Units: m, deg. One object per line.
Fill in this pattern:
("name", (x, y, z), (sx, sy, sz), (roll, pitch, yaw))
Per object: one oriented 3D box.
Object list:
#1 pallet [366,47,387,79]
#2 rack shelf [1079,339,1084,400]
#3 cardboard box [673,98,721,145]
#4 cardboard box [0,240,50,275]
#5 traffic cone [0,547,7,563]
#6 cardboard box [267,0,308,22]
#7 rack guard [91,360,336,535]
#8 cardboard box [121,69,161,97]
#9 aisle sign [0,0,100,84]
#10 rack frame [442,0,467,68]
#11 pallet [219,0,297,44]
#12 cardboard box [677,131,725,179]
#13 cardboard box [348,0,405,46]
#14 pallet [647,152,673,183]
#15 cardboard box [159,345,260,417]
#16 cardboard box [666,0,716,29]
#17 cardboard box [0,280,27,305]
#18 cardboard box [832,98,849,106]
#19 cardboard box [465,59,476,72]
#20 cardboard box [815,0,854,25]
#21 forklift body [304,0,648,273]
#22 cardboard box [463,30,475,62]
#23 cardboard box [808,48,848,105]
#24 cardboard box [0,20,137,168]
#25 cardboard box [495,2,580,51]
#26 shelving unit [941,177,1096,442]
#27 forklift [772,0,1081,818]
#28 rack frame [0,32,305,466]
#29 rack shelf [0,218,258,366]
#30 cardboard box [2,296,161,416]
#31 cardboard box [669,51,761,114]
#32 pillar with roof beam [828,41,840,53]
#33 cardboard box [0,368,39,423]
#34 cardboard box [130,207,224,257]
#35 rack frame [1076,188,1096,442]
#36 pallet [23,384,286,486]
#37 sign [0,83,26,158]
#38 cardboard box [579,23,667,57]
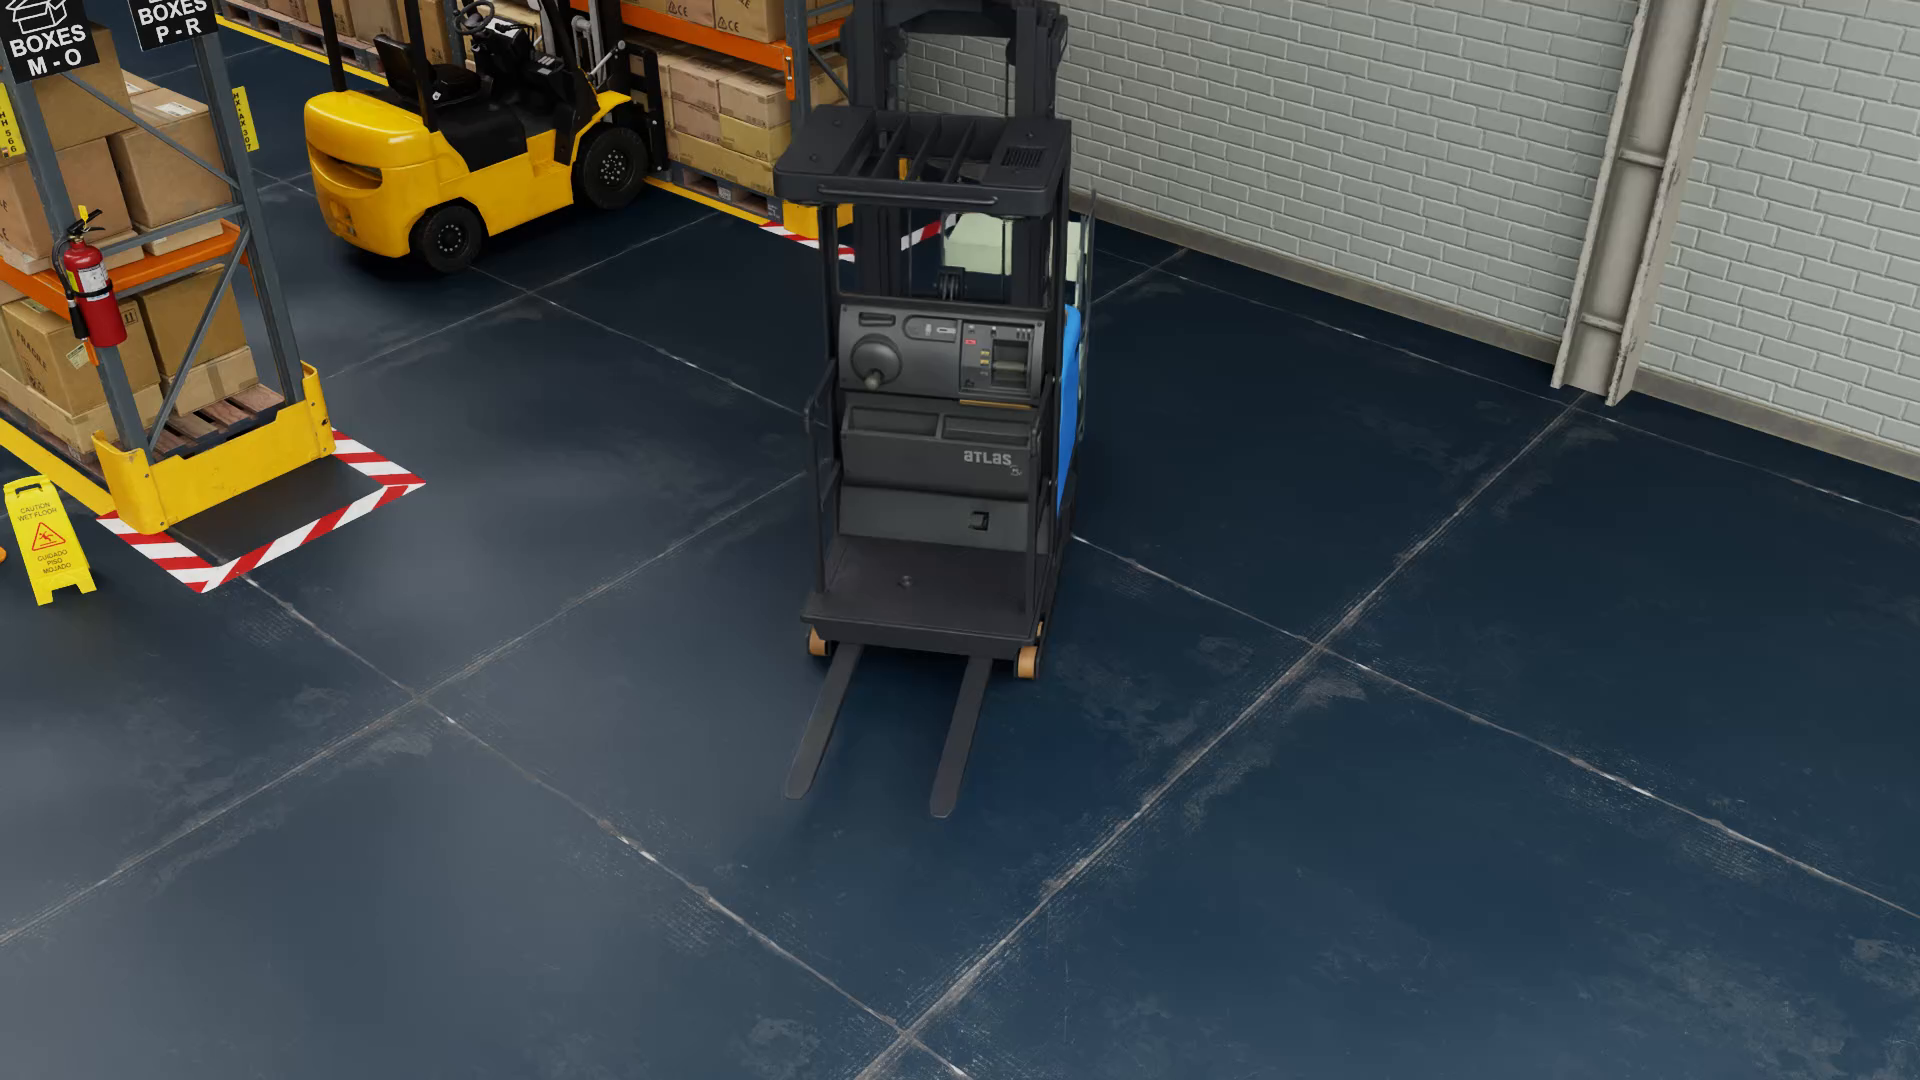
("pallet", (-4.480, -4.247, 14.748), (1.213, 0.211, 1.003), (25, 42, 32))
("rack shelf", (0.308, -0.903, 9.308), (0.720, 0.370, 0.431), (7, 34, 10))
("cardboard box", (-1.767, -3.170, 12.333), (0.500, 0.250, 0.500), (25, 42, 31))
("cardboard box", (-4.678, -1.519, 8.534), (0.250, 0.149, 0.380), (25, 42, 31))
("traffic cone", (-5.144, -0.086, 8.466), (0.334, 0.463, 0.336), (25, 42, 32))
("cardboard box", (-5.985, -5.325, 15.580), (0.625, 0.625, 0.875), (27, 43, 33))
("rack guard", (-4.046, -0.534, 9.086), (0.348, 0.500, 1.175), (25, 42, 32))
("cardboard box", (-4.574, -2.179, 8.923), (0.500, 0.500, 0.500), (27, 43, 33))
("aisle sign", (-4.126, -2.460, 7.386), (0.004, 0.787, 0.394), (25, 42, 32))
("rack frame", (-3.889, -5.147, 13.595), (0.127, 3.000, 1.000), (25, 42, 32))
("pallet", (-6.355, -5.131, 16.035), (1.213, 0.211, 1.003), (25, 42, 32))
("cardboard box", (-1.754, -2.954, 12.460), (0.500, 0.250, 0.500), (25, 42, 32))
("cardboard box", (-4.888, -4.809, 14.830), (0.625, 0.625, 0.875), (25, 42, 31))
("pallet", (-2.363, -3.249, 13.295), (1.213, 0.211, 1.003), (25, 42, 32))
("cardboard box", (-4.431, -0.989, 9.598), (0.500, 0.250, 0.500), (25, 42, 31))
("cardboard box", (-1.754, -3.995, 11.829), (0.500, 0.500, 0.500), (27, 43, 33))
("cardboard box", (-5.095, -1.434, 9.010), (0.250, 0.149, 0.380), (27, 43, 33))
("cardboard box", (-1.043, -3.204, 12.382), (0.500, 0.250, 0.500), (26, 42, 33))
("cardboard box", (-3.729, -3.867, 13.789), (0.500, 0.250, 0.500), (26, 42, 32))
("cardboard box", (-1.018, -4.039, 11.894), (0.500, 0.500, 0.500), (27, 43, 33))
("forklift body", (-3.439, -3.241, 11.570), (1.214, 2.155, 2.313), (25, 42, 32))
("cardboard box", (-3.714, -4.083, 13.662), (0.500, 0.250, 0.500), (25, 42, 32))
("cardboard box", (-1.063, -3.406, 12.235), (0.500, 0.250, 0.500), (25, 41, 31))
("cardboard box", (-4.520, -2.203, 8.074), (0.500, 0.500, 0.700), (24, 41, 31))
("cardboard box", (-3.331, -4.097, 13.241), (0.500, 0.250, 0.500), (25, 42, 32))
("shelving unit", (0.310, -1.175, 9.128), (0.755, 1.500, 0.431), (7, 34, 10))
("forklift", (-0.122, -0.779, 7.295), (1.130, 2.935, 3.031), (6, 35, 8))
("rack frame", (-3.988, -1.537, 8.338), (0.127, 3.000, 1.000), (25, 42, 32))
("rack shelf", (-5.525, -1.965, 9.597), (4.000, 0.370, 1.077), (25, 42, 32))
("cardboard box", (-4.770, -1.062, 9.043), (0.500, 0.500, 0.500), (26, 42, 32))
("cardboard box", (-1.764, -3.363, 12.172), (0.500, 0.250, 0.500), (26, 42, 33))
("pillar with roof beam", (-3.528, -4.942, 7.997), (0.400, 9.000, 9.100), (25, 42, 32))
("cardboard box", (-5.174, -0.943, 9.532), (0.500, 0.250, 0.500), (25, 42, 32))
("cardboard box", (-4.116, -1.646, 8.720), (0.250, 0.149, 0.380), (25, 42, 32))
("rack frame", (0.667, -1.131, 9.064), (0.023, 1.500, 0.400), (7, 34, 10))
("pallet", (-4.648, -0.725, 9.619), (1.213, 0.211, 1.003), (25, 42, 32))
("sign", (-4.358, -1.910, 7.580), (0.005, 0.325, 0.100), (25, 42, 32))
("cardboard box", (-2.543, -3.728, 12.704), (0.500, 0.250, 0.500), (24, 41, 31))
